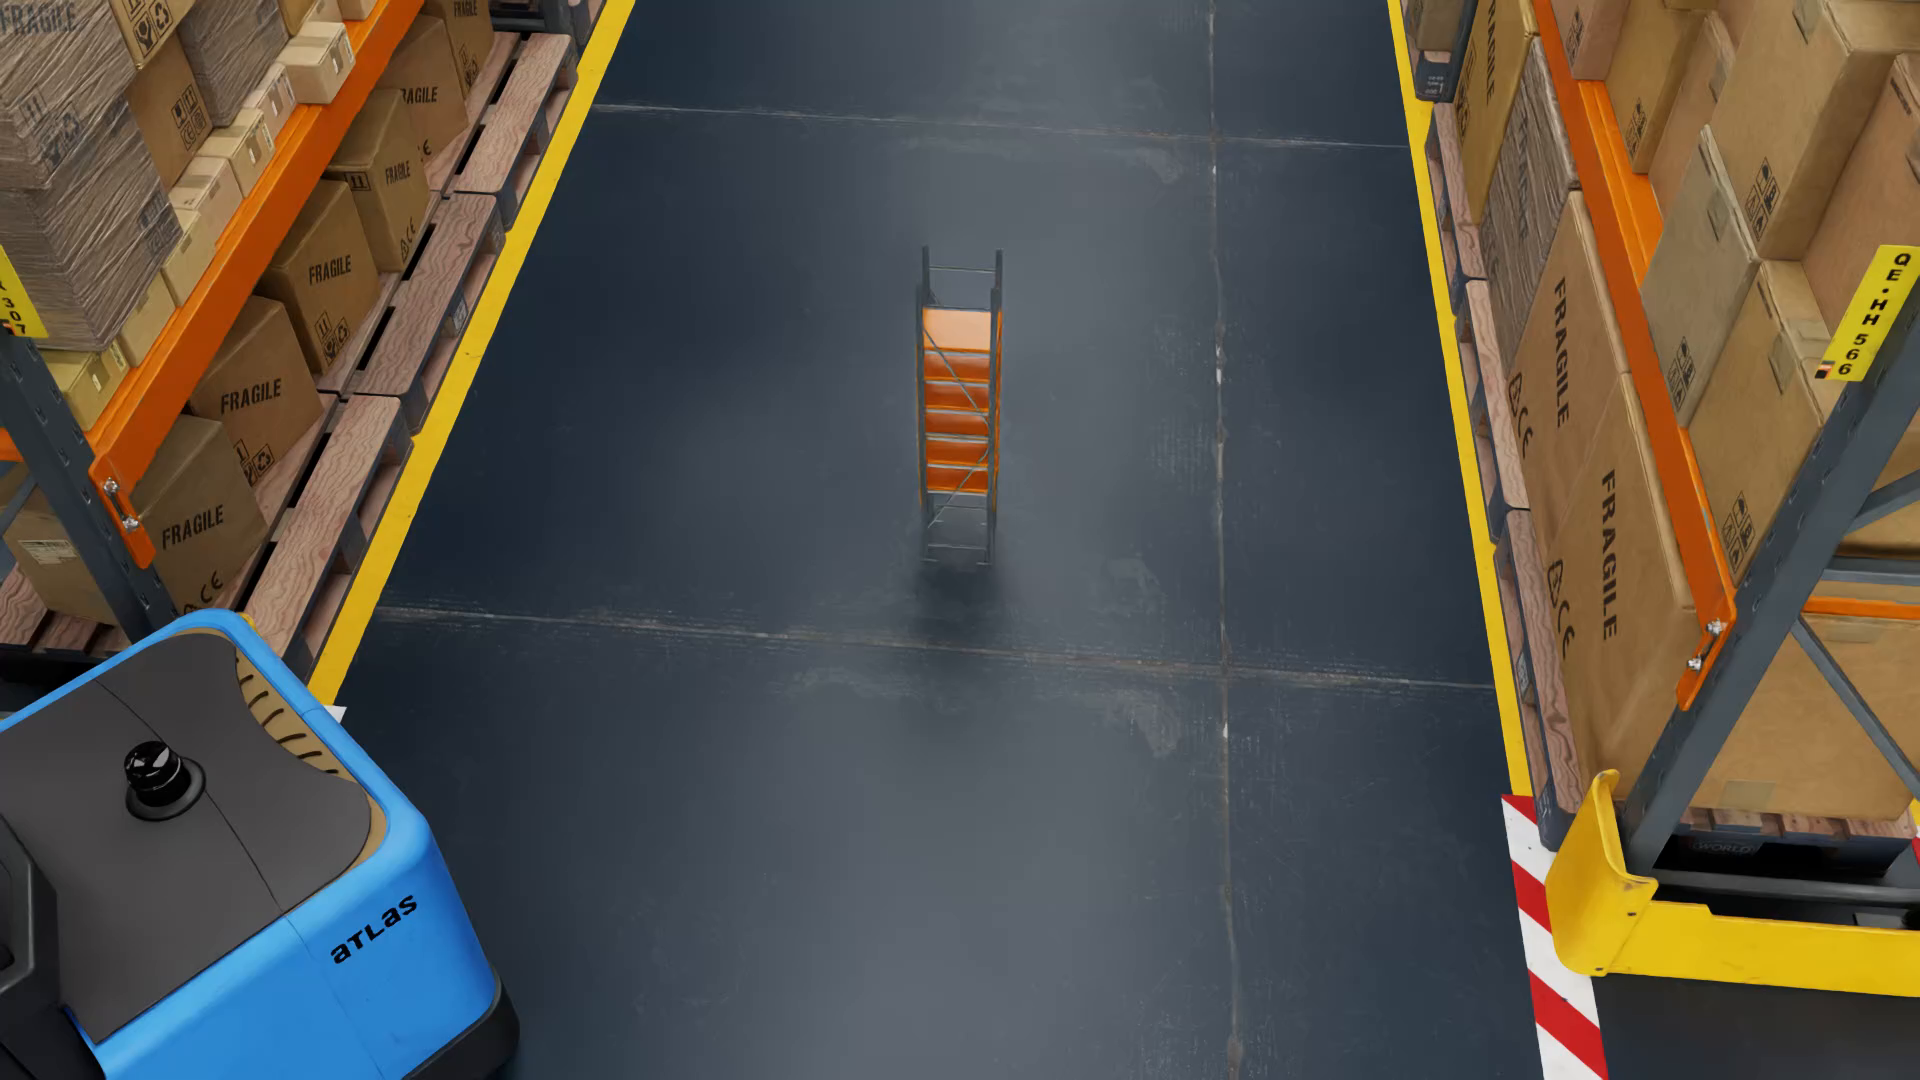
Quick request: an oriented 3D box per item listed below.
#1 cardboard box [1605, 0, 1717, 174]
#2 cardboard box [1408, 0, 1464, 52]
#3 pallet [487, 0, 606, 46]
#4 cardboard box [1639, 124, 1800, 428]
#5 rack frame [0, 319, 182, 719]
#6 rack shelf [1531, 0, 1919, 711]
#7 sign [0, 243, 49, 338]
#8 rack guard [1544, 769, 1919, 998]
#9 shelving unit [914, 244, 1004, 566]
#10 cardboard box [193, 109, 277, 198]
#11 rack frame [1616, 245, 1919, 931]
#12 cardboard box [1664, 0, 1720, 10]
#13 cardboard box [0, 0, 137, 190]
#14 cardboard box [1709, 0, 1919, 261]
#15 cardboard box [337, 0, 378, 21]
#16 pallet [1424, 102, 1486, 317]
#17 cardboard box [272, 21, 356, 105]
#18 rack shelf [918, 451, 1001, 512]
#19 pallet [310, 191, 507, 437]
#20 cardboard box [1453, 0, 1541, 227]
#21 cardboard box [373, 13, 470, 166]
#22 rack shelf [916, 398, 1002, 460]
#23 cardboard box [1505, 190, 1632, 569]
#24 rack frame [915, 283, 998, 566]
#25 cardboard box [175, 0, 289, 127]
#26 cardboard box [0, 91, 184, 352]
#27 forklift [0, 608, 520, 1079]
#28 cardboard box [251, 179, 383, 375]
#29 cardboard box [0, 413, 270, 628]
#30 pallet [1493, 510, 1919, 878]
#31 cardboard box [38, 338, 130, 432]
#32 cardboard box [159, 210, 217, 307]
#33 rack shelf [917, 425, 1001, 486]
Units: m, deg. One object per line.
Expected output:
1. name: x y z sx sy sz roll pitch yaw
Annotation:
1. cardboard box: 2.475 -1.436 4.929 0.875 0.550 0.500 4 48 4
2. cardboard box: 2.606 -2.693 7.420 1.050 0.750 0.750 4 48 3
3. pallet: -2.222 -2.887 8.248 1.003 0.211 1.213 4 48 4
4. cardboard box: 2.291 -0.641 4.202 0.875 0.550 0.550 4 48 4
5. rack frame: -2.656 -0.317 4.007 1.000 3.000 0.127 4 48 4
6. rack shelf: 2.457 -1.136 5.244 1.077 0.370 4.000 4 48 4
7. sign: -2.115 -0.573 3.654 0.100 0.325 0.005 4 48 4
8. rack guard: 2.272 0.952 4.540 1.175 0.500 0.348 4 48 4
9. shelving unit: -0.001 -0.394 5.298 0.258 1.200 0.189 4 48 4
10. cardboard box: -2.281 -1.159 4.947 0.380 0.149 0.250 4 48 4
11. rack frame: 2.274 0.091 3.634 1.000 3.000 0.127 4 48 4
12. cardboard box: 2.410 -1.805 4.535 0.875 0.550 0.500 4 48 4
13. cardboard box: -2.334 -1.174 3.844 0.500 0.500 0.500 4 48 4
14. cardboard box: 2.305 -1.005 3.803 0.875 0.550 0.550 4 48 4
15. cardboard box: -2.169 -1.892 5.618 0.380 0.149 0.250 4 48 4
16. pallet: 2.492 -1.354 6.845 1.003 0.211 1.213 4 48 4
17. cardboard box: -2.159 -1.521 5.279 0.380 0.149 0.250 4 48 4
18. rack shelf: -0.001 -0.202 5.507 0.258 0.103 0.180 4 48 4
19. pallet: -2.426 -0.920 6.449 1.003 0.211 1.213 4 48 4
20. cardboard box: 2.512 -1.816 6.533 0.875 0.875 0.875 5 48 4
21. cardboard box: -2.412 -1.842 6.811 0.500 0.500 0.500 18 50 16
22. rack shelf: -0.001 -0.364 5.330 0.258 0.103 0.180 4 48 4
23. cardboard box: 2.348 -0.483 5.314 0.875 0.875 0.875 3 48 3
24. rack frame: -0.010 -0.327 5.236 0.240 1.200 0.006 4 48 4
25. cardboard box: -2.564 -1.593 4.905 0.875 0.500 0.500 4 48 4
26. cardboard box: -2.578 -0.853 4.228 0.875 0.500 0.500 4 48 4
27. forklift: -2.577 0.898 2.942 3.031 2.935 1.130 -36 57 -28
28. cardboard box: -2.486 -0.973 6.017 0.500 0.500 0.500 8 48 7
29. cardboard box: -2.582 -0.073 5.193 0.500 0.500 0.500 12 49 11
30. pallet: 2.269 0.439 5.205 1.003 0.211 1.213 4 48 4
31. cardboard box: -2.392 -0.425 4.277 0.380 0.149 0.250 4 48 4
32. cardboard box: -2.313 -0.791 4.611 0.380 0.149 0.250 4 48 4
33. rack shelf: -0.001 -0.283 5.419 0.258 0.103 0.180 4 48 4
